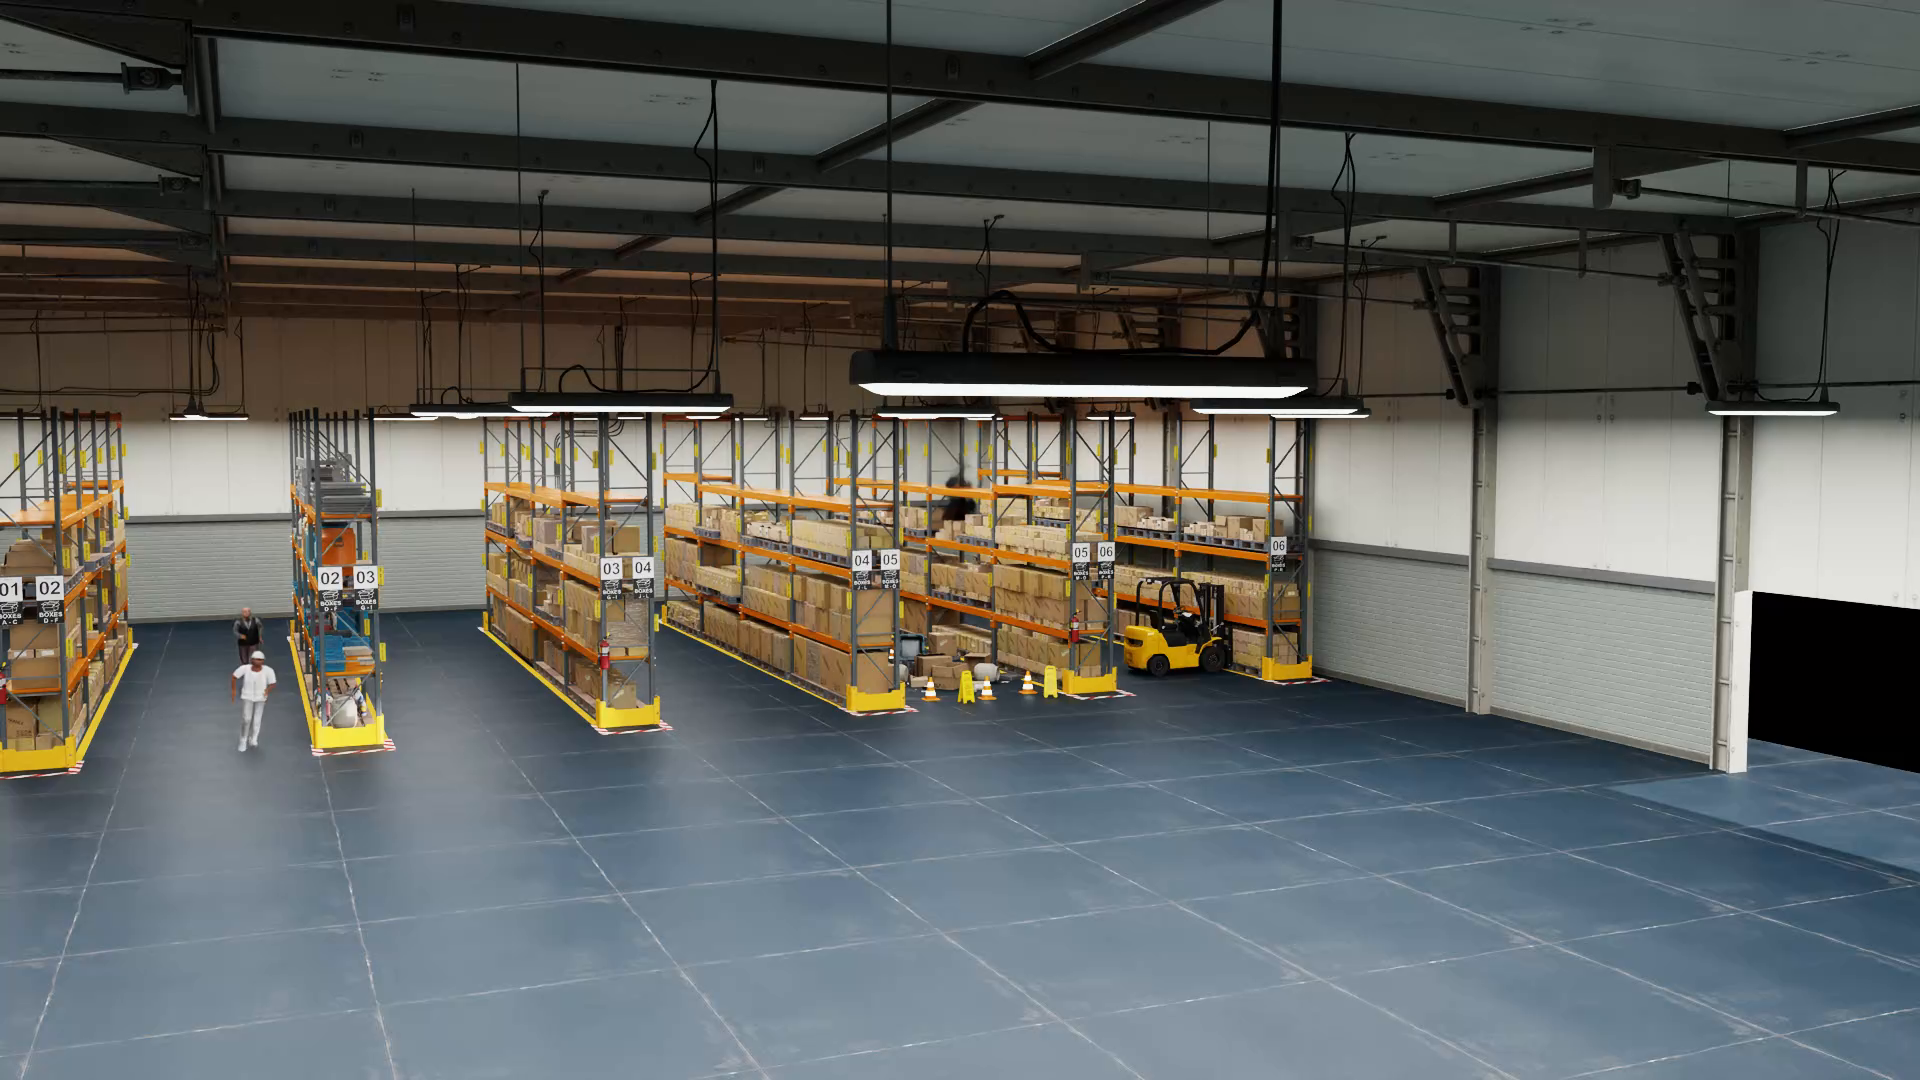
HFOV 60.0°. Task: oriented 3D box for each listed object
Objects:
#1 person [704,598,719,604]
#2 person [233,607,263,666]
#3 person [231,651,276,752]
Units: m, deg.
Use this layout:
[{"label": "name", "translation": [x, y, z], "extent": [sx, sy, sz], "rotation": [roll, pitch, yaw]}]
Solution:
[{"label": "person", "translation": [-7.293, 1.453, 49.089], "extent": [0.597, 1.680, 0.722], "rotation": [3, 5, 33]}, {"label": "person", "translation": [-15.590, 2.316, 36.445], "extent": [0.625, 1.707, 0.768], "rotation": [-2, 4, -25]}, {"label": "person", "translation": [-12.376, 2.823, 29.164], "extent": [0.716, 1.773, 0.783], "rotation": [-2, 5, -30]}]
